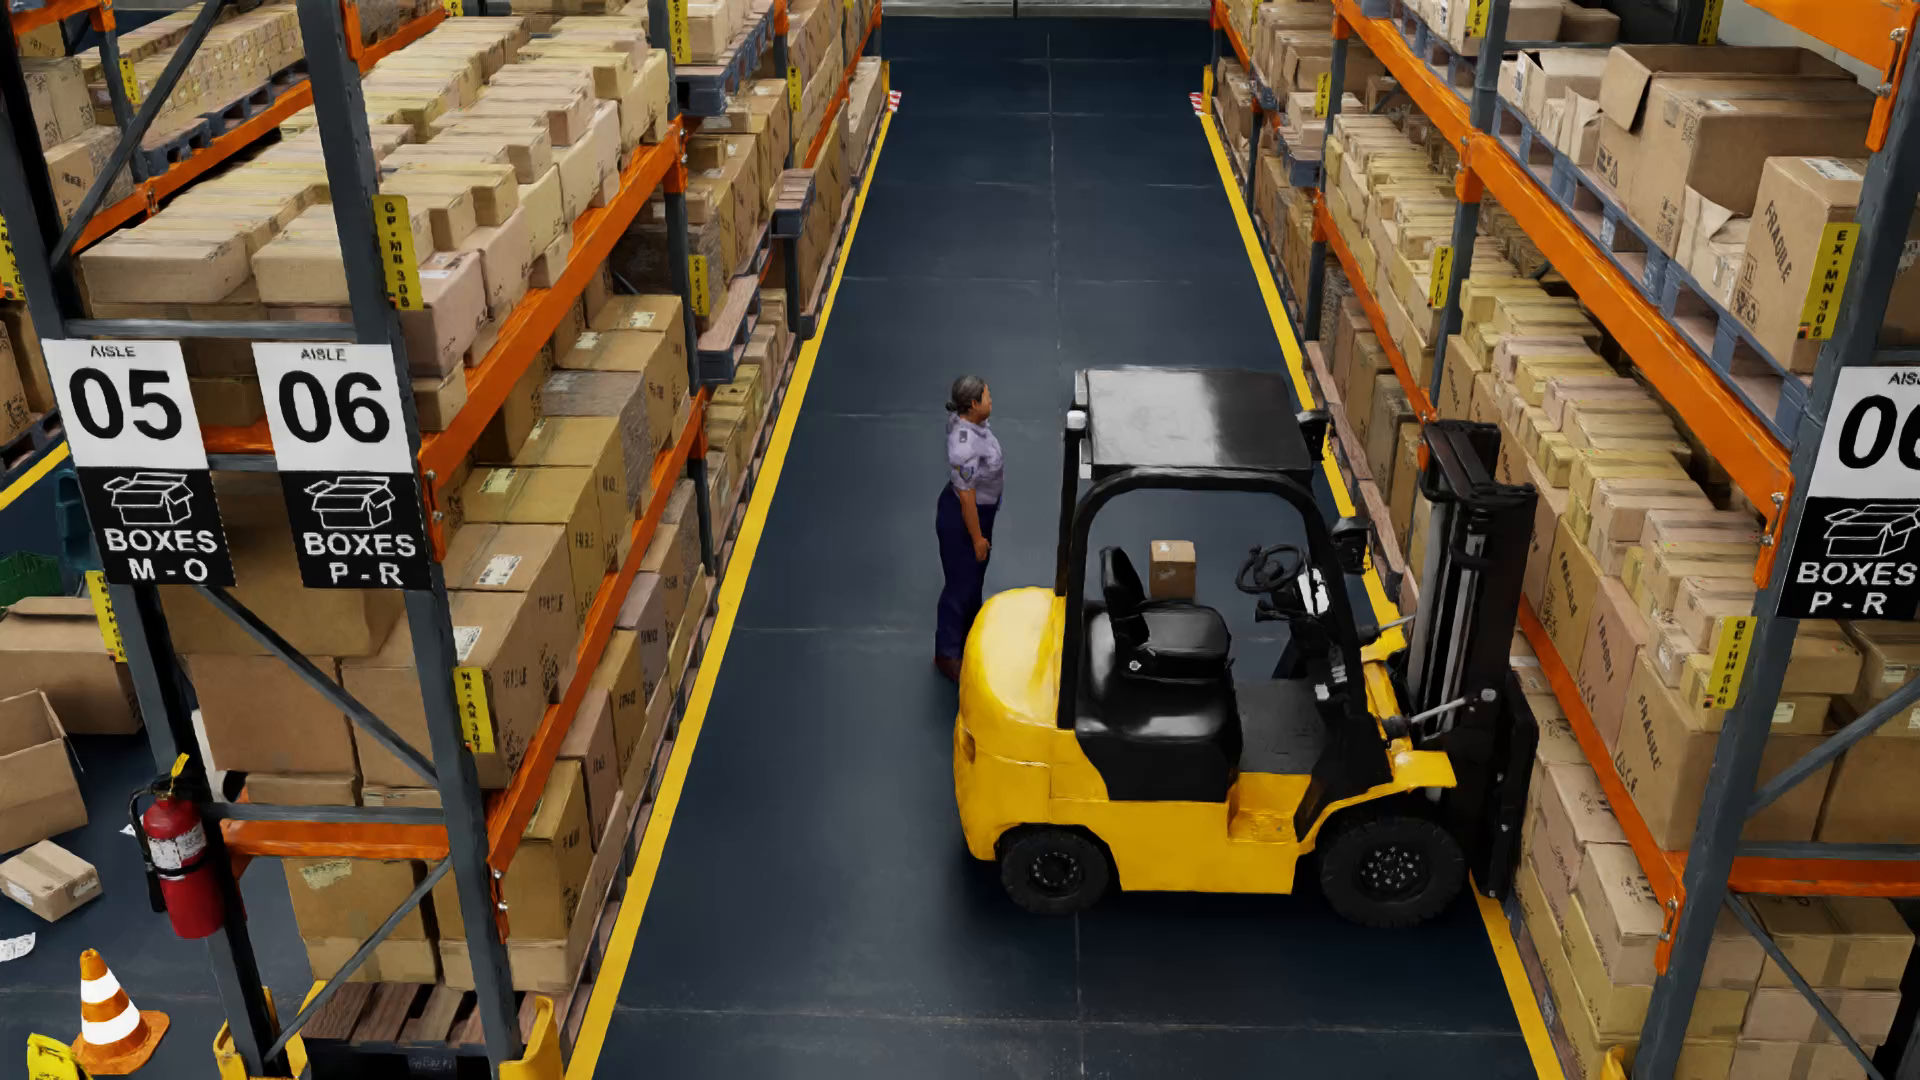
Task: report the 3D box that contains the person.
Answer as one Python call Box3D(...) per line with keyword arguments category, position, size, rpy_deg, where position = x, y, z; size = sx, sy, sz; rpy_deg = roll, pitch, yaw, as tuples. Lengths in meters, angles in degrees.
Box3D(category="person", position=(0.063, -0.105, 8.781), size=(0.401, 1.654, 0.624), rpy_deg=(1, 28, 3))
